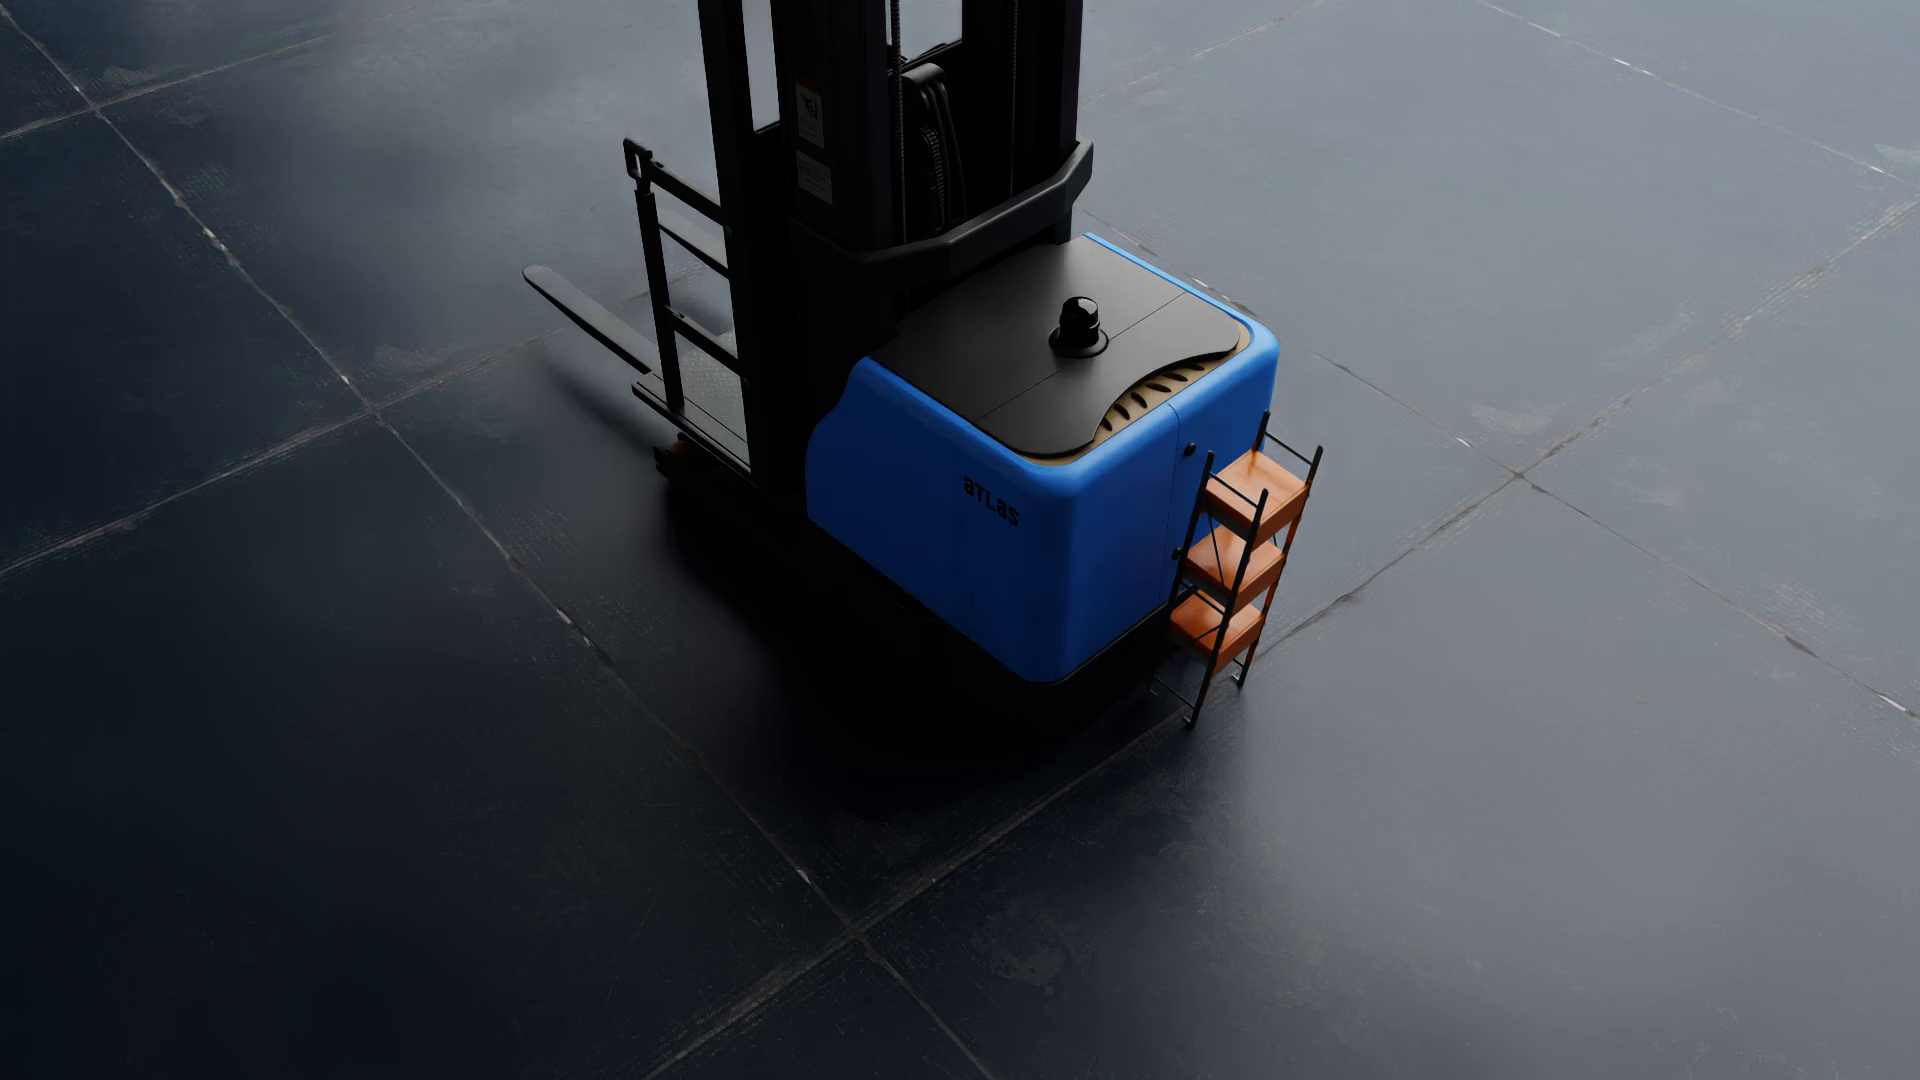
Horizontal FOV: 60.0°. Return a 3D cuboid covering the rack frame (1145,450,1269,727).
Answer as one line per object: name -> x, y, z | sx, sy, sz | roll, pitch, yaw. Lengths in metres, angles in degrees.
rack frame -> 0.696, 0.168, 4.790 | 0.200, 1.050, 0.008 | 38, 55, 25

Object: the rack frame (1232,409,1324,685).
rack frame -> 0.867, 0.049, 4.916 | 0.200, 1.050, 0.008 | 38, 55, 25

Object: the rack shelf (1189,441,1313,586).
rack shelf -> 0.804, -0.074, 4.651 | 0.215, 0.259, 0.240 | 38, 55, 25

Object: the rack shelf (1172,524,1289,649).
rack shelf -> 0.781, 0.116, 4.861 | 0.215, 0.259, 0.240 | 38, 55, 25

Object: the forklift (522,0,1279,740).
forklift -> -0.438, -1.379, 5.078 | 1.130, 2.935, 3.031 | -33, 53, -30

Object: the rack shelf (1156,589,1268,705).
rack shelf -> 0.758, 0.301, 5.066 | 0.215, 0.259, 0.240 | 38, 55, 25

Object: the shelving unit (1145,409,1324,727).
shelving unit -> 0.782, 0.108, 4.853 | 0.215, 1.050, 0.252 | 38, 55, 25
